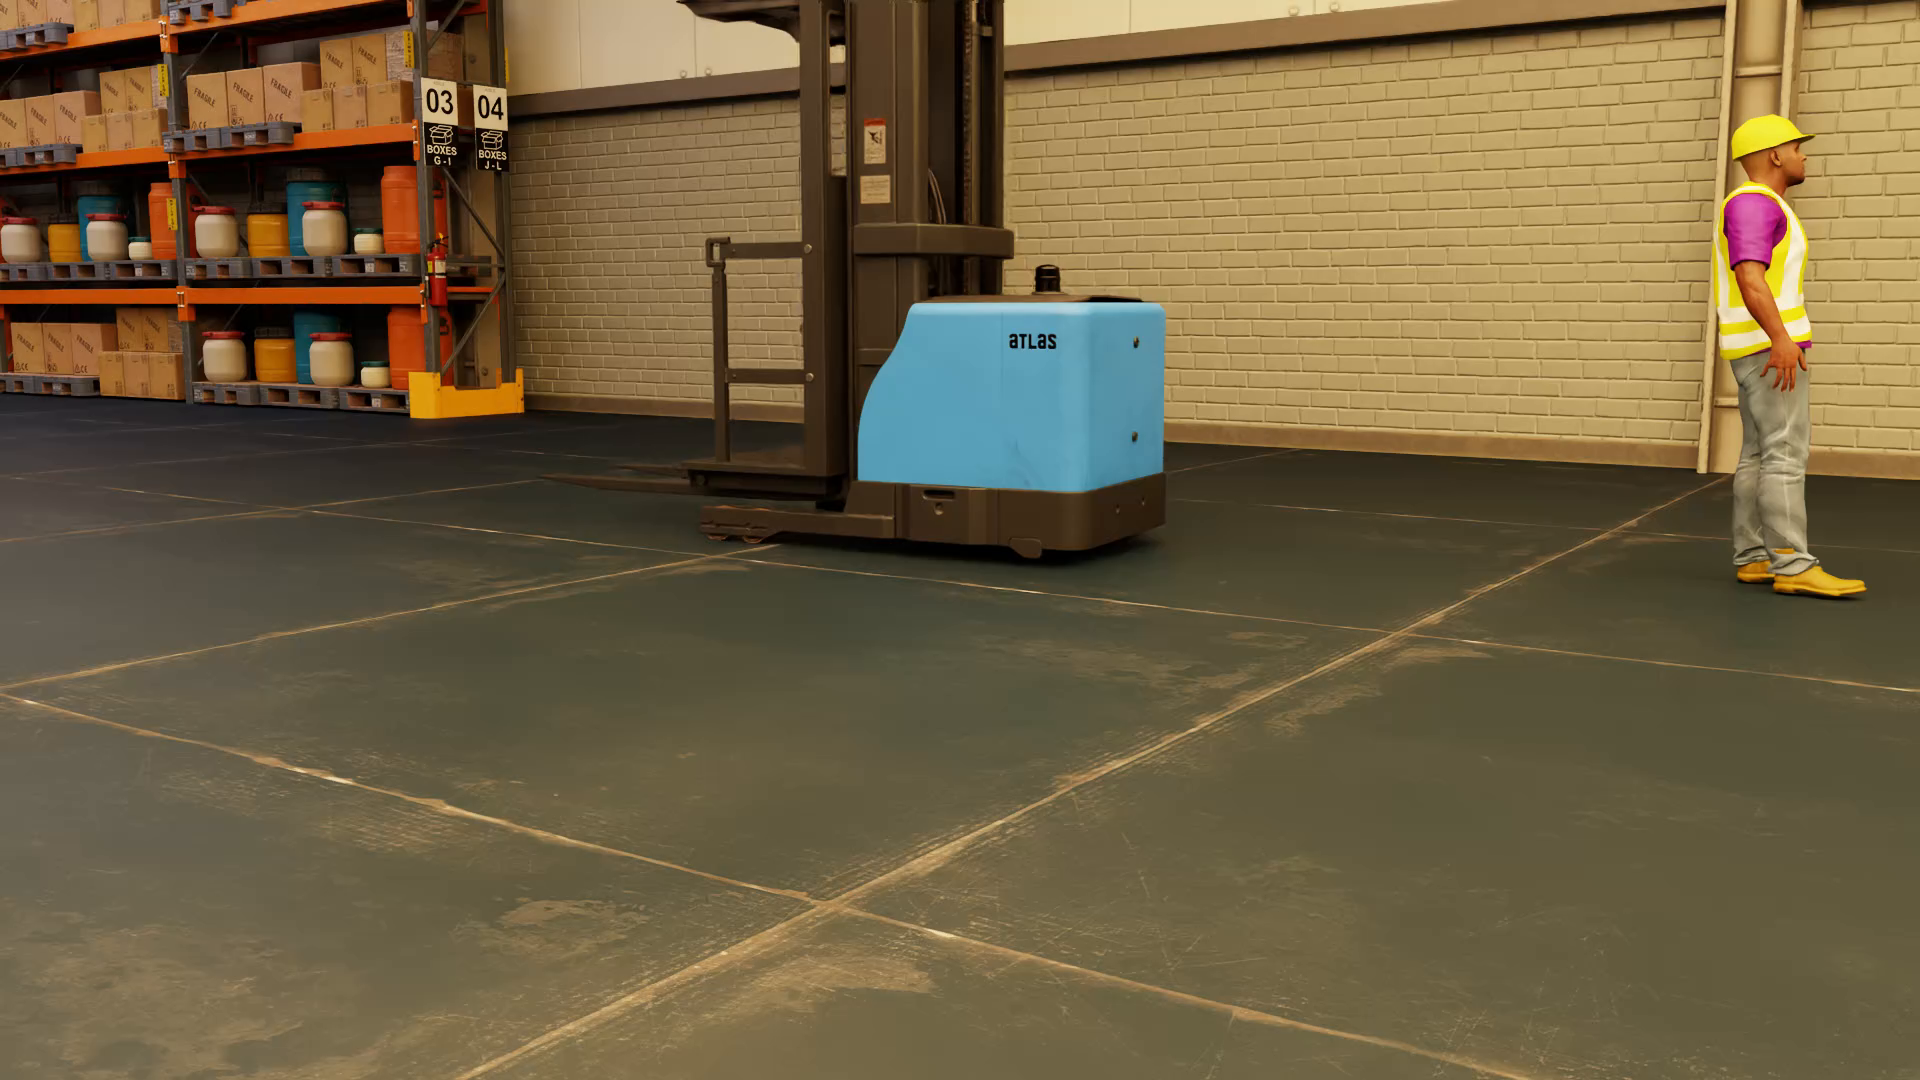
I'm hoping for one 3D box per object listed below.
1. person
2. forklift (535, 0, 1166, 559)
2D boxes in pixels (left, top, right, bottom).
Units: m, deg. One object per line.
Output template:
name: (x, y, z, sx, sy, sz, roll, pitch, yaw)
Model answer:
person: (3.133, -0.711, 6.281, 0.577, 1.765, 0.666, 3, 9, 22)
forklift: (-0.613, -1.493, 7.693, 3.031, 2.935, 1.130, 4, 9, 27)
